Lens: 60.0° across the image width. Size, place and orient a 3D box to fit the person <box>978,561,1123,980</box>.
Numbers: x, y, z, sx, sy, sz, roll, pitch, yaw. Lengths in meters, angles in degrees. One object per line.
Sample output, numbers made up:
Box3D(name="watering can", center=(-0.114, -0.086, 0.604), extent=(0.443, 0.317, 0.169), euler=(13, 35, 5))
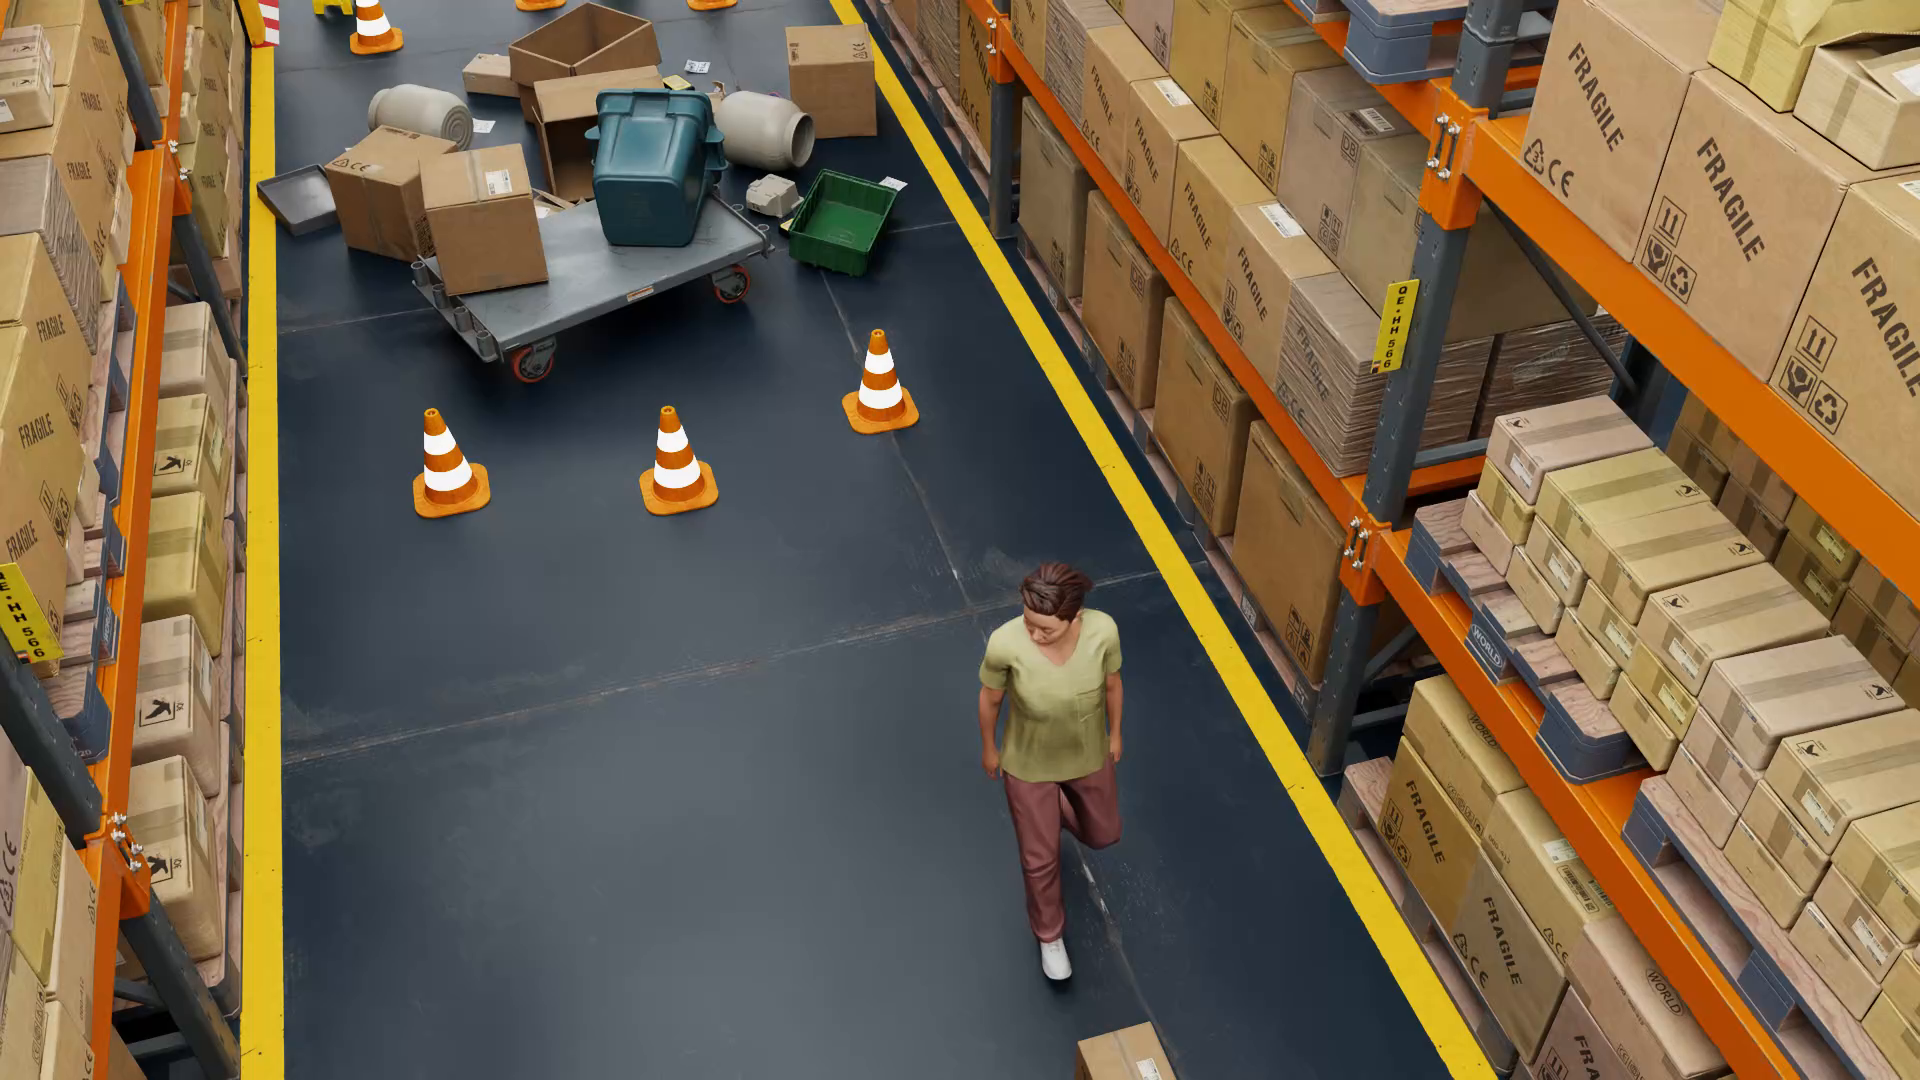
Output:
Box3D(name="person", center=(0.306, 0.682, 5.396), extent=(0.478, 1.665, 0.723), euler=(-9, 43, -10))
